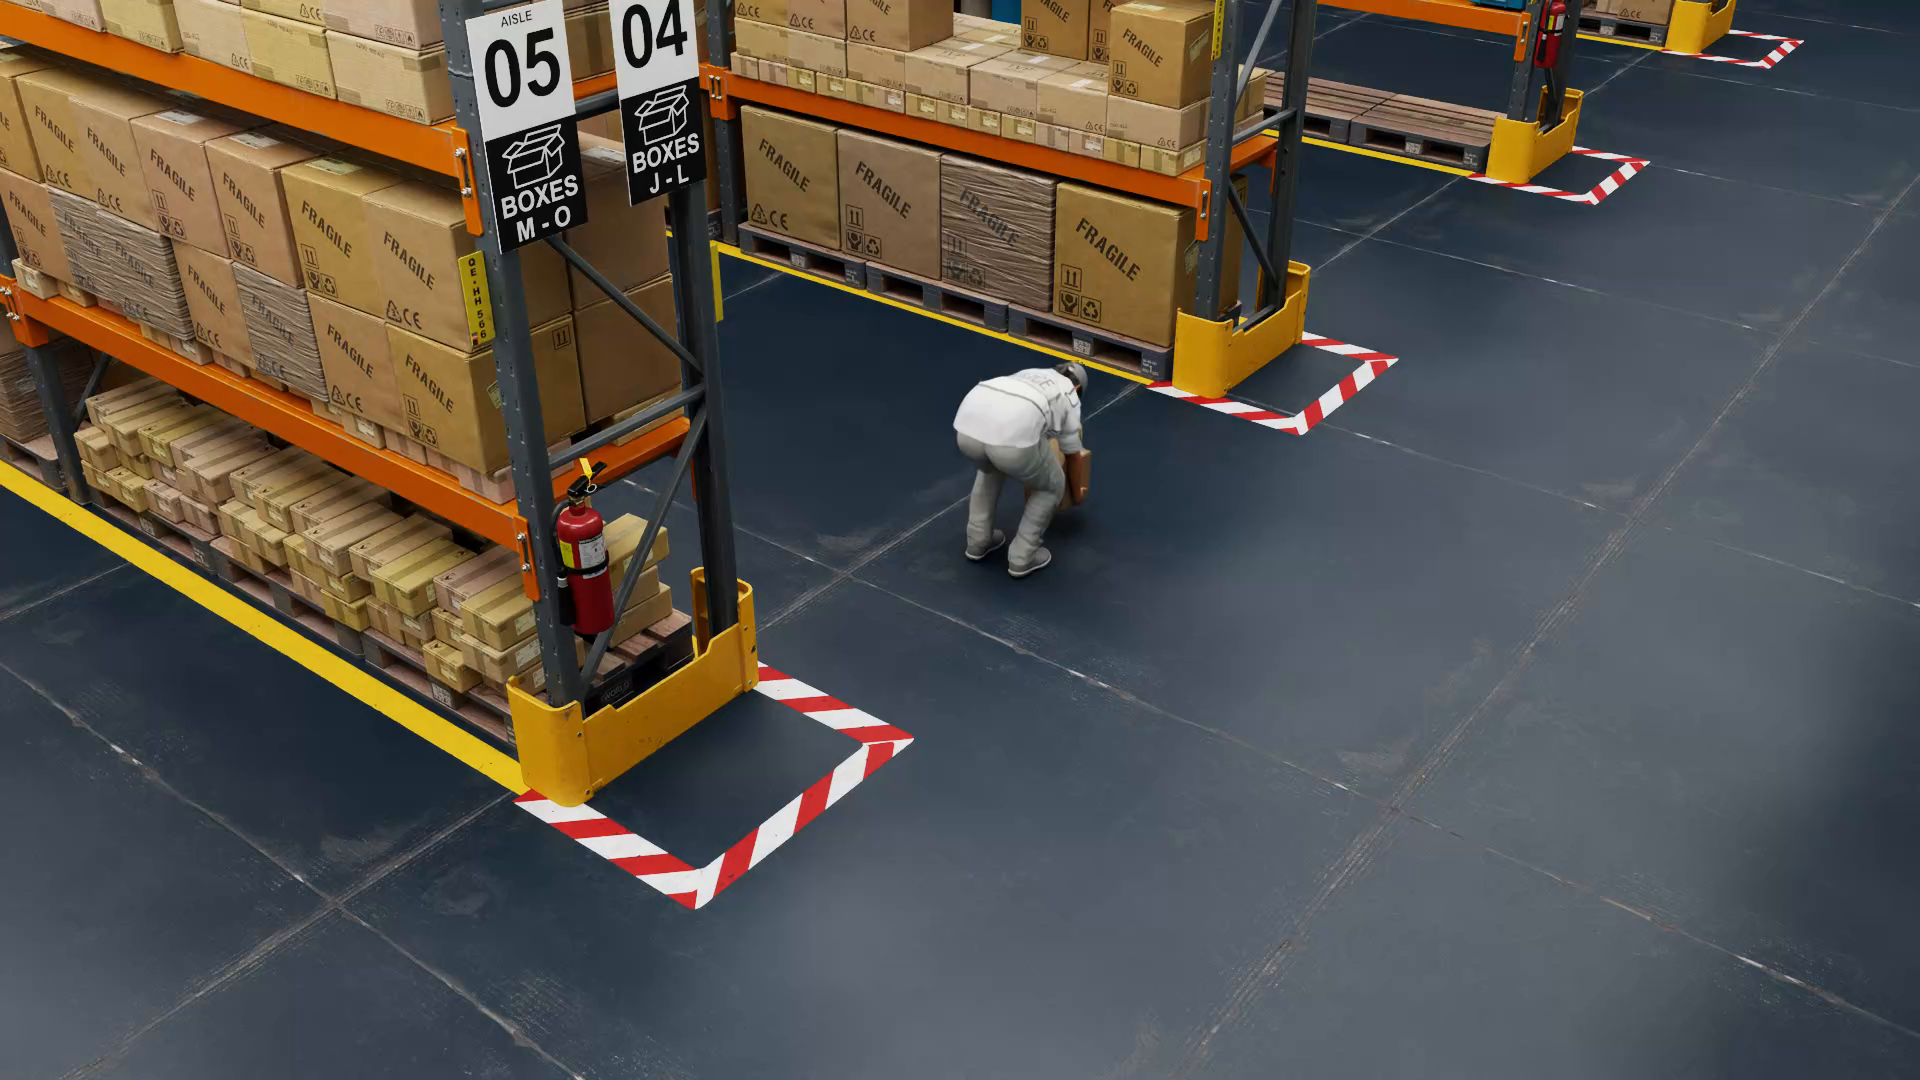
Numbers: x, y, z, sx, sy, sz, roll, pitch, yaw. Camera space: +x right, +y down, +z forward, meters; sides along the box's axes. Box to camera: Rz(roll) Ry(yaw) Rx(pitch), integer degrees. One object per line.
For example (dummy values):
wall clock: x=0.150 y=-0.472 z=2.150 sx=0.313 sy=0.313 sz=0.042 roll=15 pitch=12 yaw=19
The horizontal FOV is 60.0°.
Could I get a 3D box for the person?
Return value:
person: x=0.352 y=-0.413 z=8.451 sx=0.497 sy=1.014 sz=0.950 roll=20 pitch=36 yaw=29
